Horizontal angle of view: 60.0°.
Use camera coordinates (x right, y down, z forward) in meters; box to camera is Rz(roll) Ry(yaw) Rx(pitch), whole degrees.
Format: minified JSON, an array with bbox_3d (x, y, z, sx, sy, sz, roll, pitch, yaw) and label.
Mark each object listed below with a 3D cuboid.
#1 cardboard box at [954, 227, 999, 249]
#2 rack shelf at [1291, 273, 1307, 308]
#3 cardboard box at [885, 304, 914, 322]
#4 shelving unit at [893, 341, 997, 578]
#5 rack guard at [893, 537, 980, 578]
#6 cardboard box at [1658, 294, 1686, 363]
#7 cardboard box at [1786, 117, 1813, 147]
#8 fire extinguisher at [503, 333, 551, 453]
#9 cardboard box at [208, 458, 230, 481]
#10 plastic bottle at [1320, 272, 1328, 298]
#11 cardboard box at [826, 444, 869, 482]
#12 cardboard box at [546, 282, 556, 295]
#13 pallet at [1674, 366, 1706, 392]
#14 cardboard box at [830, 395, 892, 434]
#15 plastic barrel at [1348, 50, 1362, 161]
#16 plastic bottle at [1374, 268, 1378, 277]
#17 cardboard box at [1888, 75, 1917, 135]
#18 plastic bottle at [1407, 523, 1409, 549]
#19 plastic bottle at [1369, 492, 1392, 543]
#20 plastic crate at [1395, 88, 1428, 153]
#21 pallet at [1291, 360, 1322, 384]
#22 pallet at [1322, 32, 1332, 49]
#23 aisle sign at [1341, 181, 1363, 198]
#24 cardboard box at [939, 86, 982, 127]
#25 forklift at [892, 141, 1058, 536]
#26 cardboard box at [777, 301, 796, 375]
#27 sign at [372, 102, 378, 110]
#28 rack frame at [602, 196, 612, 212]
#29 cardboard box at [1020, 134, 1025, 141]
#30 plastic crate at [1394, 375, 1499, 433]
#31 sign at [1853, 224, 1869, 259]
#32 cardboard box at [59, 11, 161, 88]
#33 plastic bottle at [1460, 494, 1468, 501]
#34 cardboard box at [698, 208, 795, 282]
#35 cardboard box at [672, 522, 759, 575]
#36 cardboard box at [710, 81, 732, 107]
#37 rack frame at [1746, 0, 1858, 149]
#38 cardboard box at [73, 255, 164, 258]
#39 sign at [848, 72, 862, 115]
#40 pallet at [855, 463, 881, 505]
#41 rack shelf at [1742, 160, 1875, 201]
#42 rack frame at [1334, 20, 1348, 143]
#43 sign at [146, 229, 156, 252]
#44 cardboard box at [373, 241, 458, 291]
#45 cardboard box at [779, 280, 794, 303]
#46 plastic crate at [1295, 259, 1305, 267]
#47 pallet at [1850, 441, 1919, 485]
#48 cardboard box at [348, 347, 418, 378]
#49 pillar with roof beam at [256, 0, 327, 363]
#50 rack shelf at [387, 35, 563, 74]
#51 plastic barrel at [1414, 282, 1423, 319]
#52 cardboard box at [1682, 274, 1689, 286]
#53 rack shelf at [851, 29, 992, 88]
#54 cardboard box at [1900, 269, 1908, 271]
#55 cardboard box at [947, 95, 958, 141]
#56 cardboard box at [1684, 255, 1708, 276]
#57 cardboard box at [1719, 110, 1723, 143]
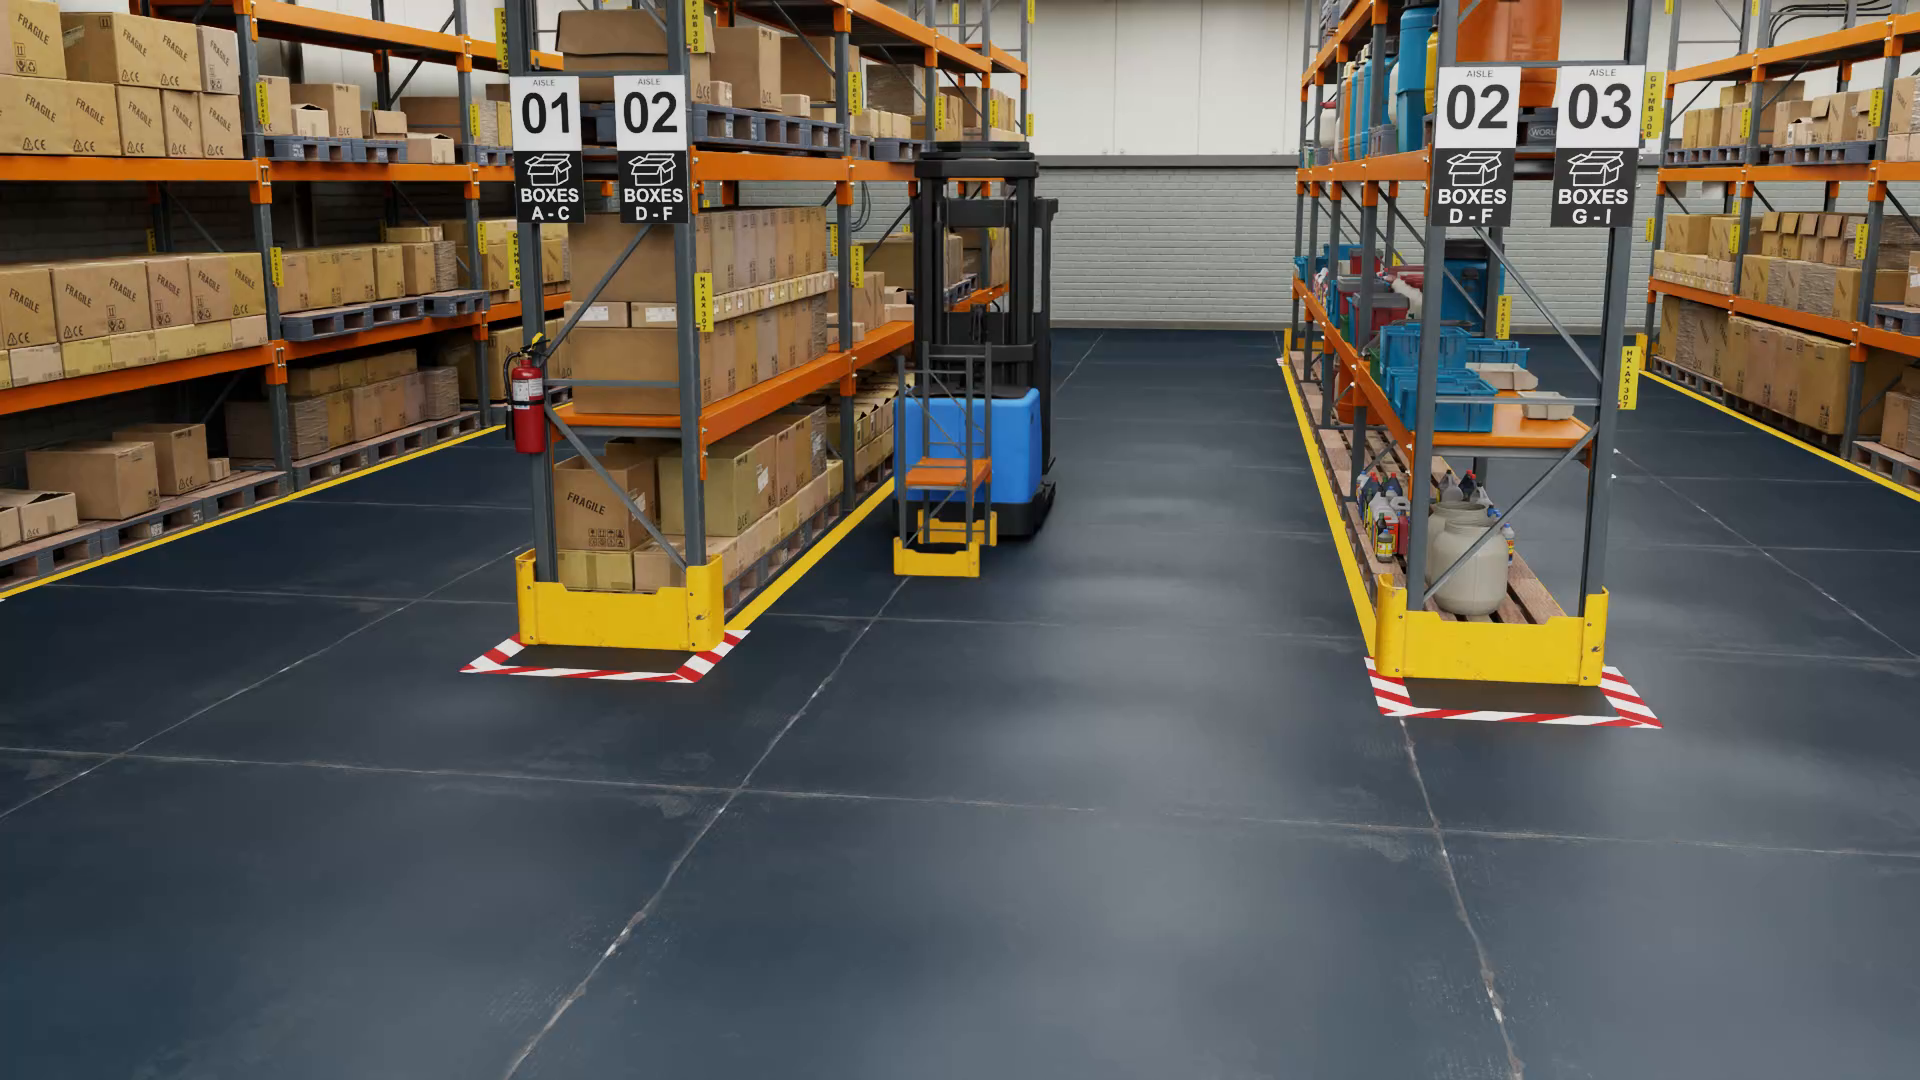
[{"bbox_3d":[0.218,-4.009,21.365,0.500,0.500,0.500,2,12,10],"label":"cardboard box"},{"bbox_3d":[5.069,-3.286,22.327,1.077,0.370,4.000,2,12,9],"label":"rack shelf"},{"bbox_3d":[-0.613,-2.231,16.320,0.380,0.149,0.250,2,12,9],"label":"cardboard box"},{"bbox_3d":[-0.091,-0.595,11.696,0.587,1.500,1.083,2,12,8],"label":"shelving unit"},{"bbox_3d":[-0.161,0.119,11.346,0.587,0.250,0.087,2,12,8],"label":"rack guard"},{"bbox_3d":[10.251,-2.924,22.988,0.875,0.875,0.875,2,12,9],"label":"cardboard box"},{"bbox_3d":[9.398,-4.463,18.178,0.500,0.311,0.500,1,12,7],"label":"cardboard box"},{"bbox_3d":[-2.455,-0.837,9.441,0.296,0.674,0.183,2,12,9],"label":"fire extinguisher"},{"bbox_3d":[-6.311,-0.594,13.813,0.380,0.166,0.250,0,12,1],"label":"cardboard box"},{"bbox_3d":[4.078,-2.798,18.475,0.144,0.351,0.185,2,12,9],"label":"plastic bottle"},{"bbox_3d":[-1.056,-0.654,13.938,0.500,0.250,0.500,2,12,7],"label":"cardboard box"},{"bbox_3d":[-5.091,-3.032,19.989,0.380,0.149,0.250,2,12,10],"label":"cardboard box"},{"bbox_3d":[10.035,-2.108,21.773,1.003,0.211,1.213,2,12,9],"label":"pallet"},{"bbox_3d":[-0.892,-1.142,14.871,0.500,0.311,0.500,1,12,7],"label":"cardboard box"},{"bbox_3d":[3.596,-3.652,14.011,0.600,0.901,0.708,2,12,9],"label":"plastic barrel"},{"bbox_3d":[4.773,-2.961,19.231,0.144,0.351,0.185,2,12,9],"label":"plastic bottle"},{"bbox_3d":[8.714,-3.898,14.917,0.500,0.500,0.500,2,12,9],"label":"cardboard box"},{"bbox_3d":[2.979,-0.047,11.189,0.097,0.201,0.097,0,12,0],"label":"plastic bottle"},{"bbox_3d":[2.874,-0.155,11.335,0.144,0.351,0.185,2,12,11],"label":"plastic bottle"},{"bbox_3d":[2.912,-2.588,10.301,0.392,0.384,0.575,2,12,9],"label":"plastic crate"},{"bbox_3d":[5.022,-2.267,22.511,1.003,0.211,1.213,2,12,9],"label":"pallet"},{"bbox_3d":[4.665,-5.693,18.946,1.003,0.211,1.213,2,12,9],"label":"pallet"},{"bbox_3d":[5.677,-5.330,23.935,0.394,0.787,0.004,2,12,9],"label":"aisle sign"},{"bbox_3d":[-0.095,-5.489,21.111,0.700,0.500,0.500,2,12,9],"label":"cardboard box"},{"bbox_3d":[0.209,-1.724,13.535,1.130,2.935,3.031,2,12,8],"label":"forklift"},{"bbox_3d":[-1.580,-1.459,11.906,0.700,0.500,0.500,2,12,9],"label":"cardboard box"},{"bbox_3d":[-6.190,-4.487,17.658,0.100,0.325,0.005,2,12,9],"label":"sign"},{"bbox_3d":[-5.028,-3.542,21.809,1.000,3.000,0.127,2,12,9],"label":"rack frame"},{"bbox_3d":[0.656,-5.737,24.044,0.500,0.250,0.500,2,12,9],"label":"cardboard box"},{"bbox_3d":[2.697,-0.764,9.273,0.499,0.251,0.616,2,12,9],"label":"plastic crate"},{"bbox_3d":[8.492,-2.811,15.670,0.100,0.325,0.005,2,12,9],"label":"sign"},{"bbox_3d":[-6.211,-3.554,12.086,0.500,0.500,0.500,1,12,7],"label":"cardboard box"},{"bbox_3d":[3.533,-0.190,11.660,0.061,0.283,0.133,2,12,9],"label":"plastic bottle"},{"bbox_3d":[-1.579,-2.098,11.792,0.700,0.500,0.500,2,12,9],"label":"cardboard box"},{"bbox_3d":[-1.602,0.046,10.690,0.500,0.250,0.500,2,12,9],"label":"cardboard box"},{"bbox_3d":[-1.623,-2.741,10.238,0.380,0.149,0.250,2,12,9],"label":"cardboard box"},{"bbox_3d":[9.656,-5.993,18.943,1.000,3.000,0.127,2,12,9],"label":"rack frame"},{"bbox_3d":[-6.620,-1.981,13.095,0.500,0.500,0.500,2,12,8],"label":"cardboard box"},{"bbox_3d":[-0.814,-3.457,12.880,0.100,0.325,0.005,2,12,9],"label":"sign"},{"bbox_3d":[-1.288,-0.509,14.352,1.003,0.211,1.213,2,12,9],"label":"pallet"},{"bbox_3d":[9.348,-3.759,17.403,1.077,0.370,4.000,2,12,9],"label":"rack shelf"},{"bbox_3d":[4.146,-5.321,15.824,1.000,3.000,0.127,2,12,9],"label":"rack frame"},{"bbox_3d":[-6.807,-2.460,14.040,0.100,0.325,0.005,2,12,9],"label":"sign"},{"bbox_3d":[-5.705,-2.875,17.433,0.700,0.500,0.500,0,12,2],"label":"cardboard box"},{"bbox_3d":[-1.389,-1.755,11.741,0.380,0.149,0.250,2,12,10],"label":"cardboard box"},{"bbox_3d":[4.912,-3.823,23.370,0.416,0.233,0.300,2,12,9],"label":"plastic crate"},{"bbox_3d":[8.919,-0.702,15.250,1.003,0.211,1.213,2,12,9],"label":"pallet"},{"bbox_3d":[-5.852,-1.801,16.839,0.500,0.250,0.500,2,12,10],"label":"cardboard box"},{"bbox_3d":[-2.444,-5.260,15.540,9.100,9.000,0.400,2,12,9],"label":"pillar with roof beam"},{"bbox_3d":[-5.335,-5.511,19.363,1.077,0.370,4.000,2,12,9],"label":"rack shelf"},{"bbox_3d":[3.895,-1.814,13.469,0.433,0.535,0.433,0,12,0],"label":"plastic barrel"},{"bbox_3d":[9.655,-3.387,21.686,0.380,0.149,0.250,2,12,7],"label":"cardboard box"},{"bbox_3d":[-0.440,-5.351,18.622,1.077,0.370,4.000,2,12,9],"label":"rack shelf"},{"bbox_3d":[9.384,-2.369,16.129,0.500,0.500,0.500,2,12,10],"label":"cardboard box"},{"bbox_3d":[-0.363,-4.909,19.562,0.600,0.600,0.600,2,12,8],"label":"cardboard box"},{"bbox_3d":[9.701,-3.552,21.507,0.500,0.250,0.500,2,12,8],"label":"cardboard box"},{"bbox_3d":[10.024,-5.211,20.961,0.700,0.500,0.500,2,12,11],"label":"cardboard box"}]
